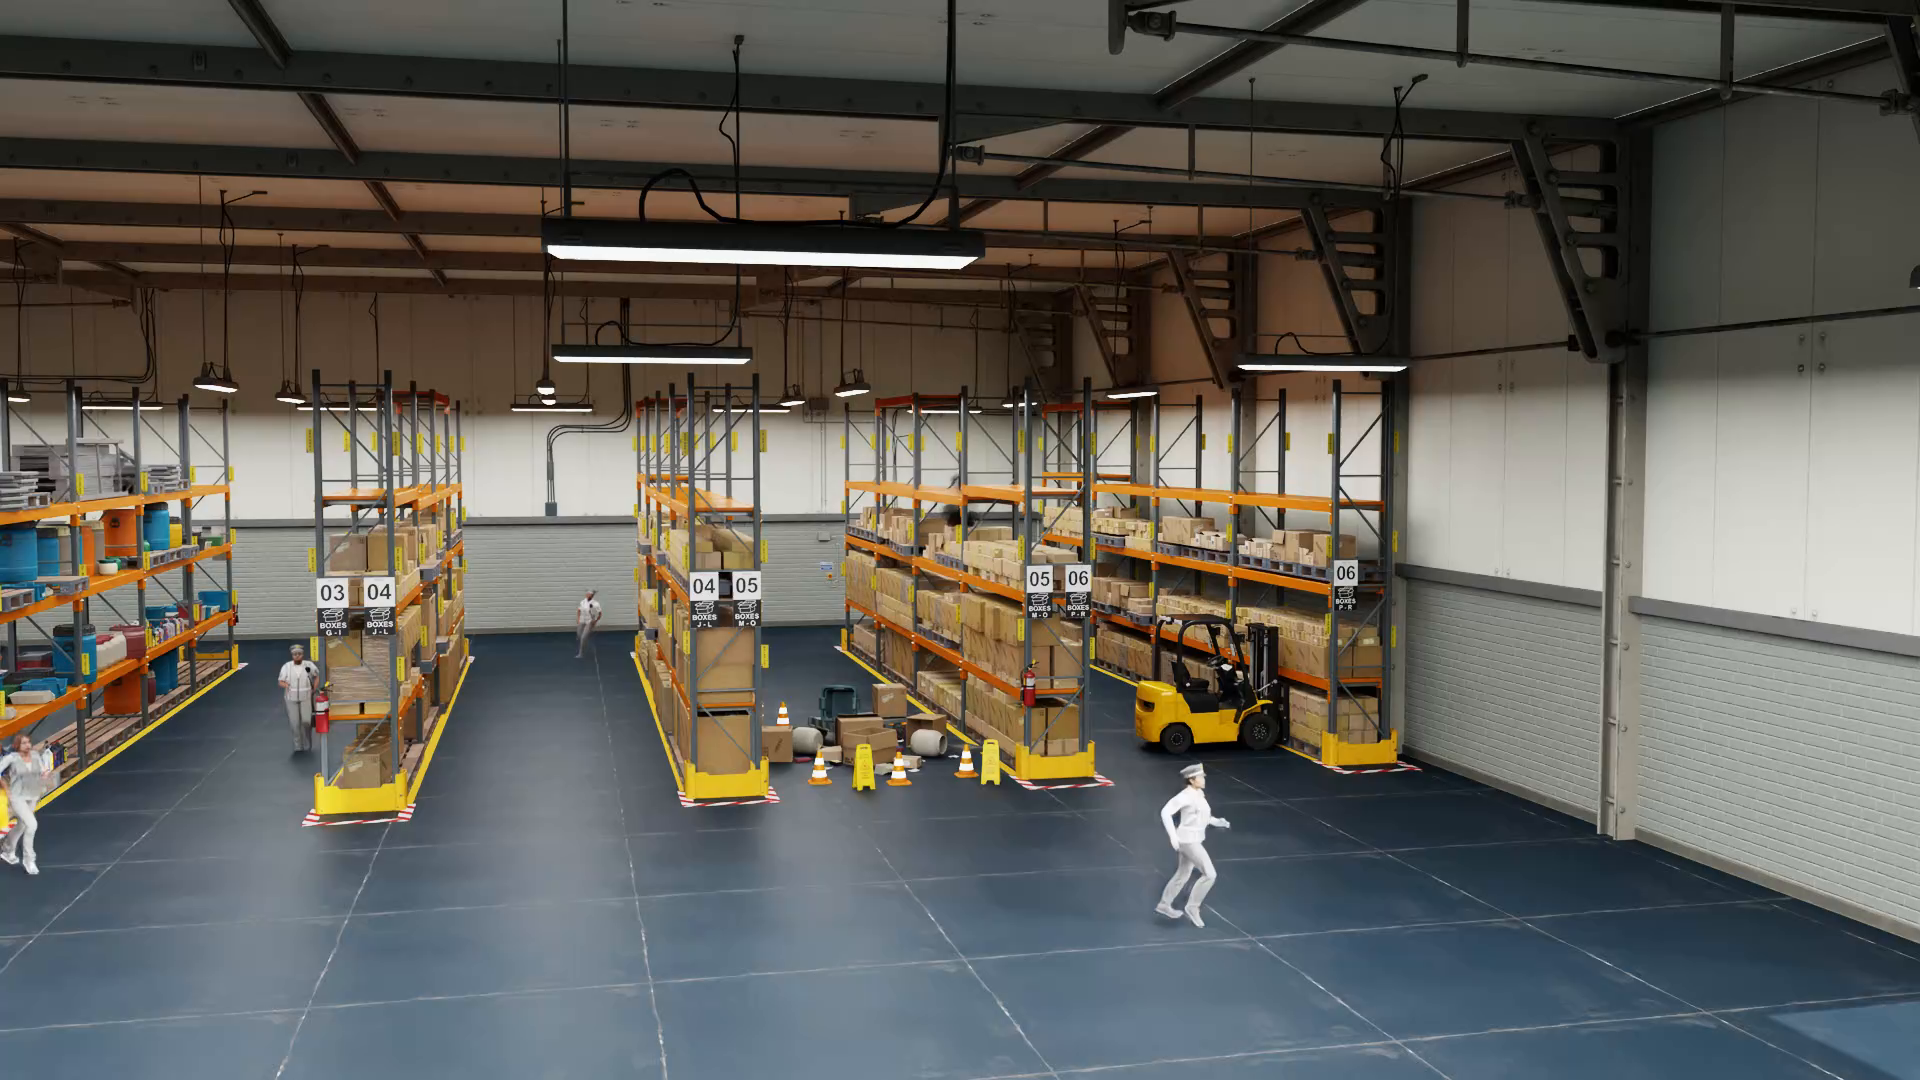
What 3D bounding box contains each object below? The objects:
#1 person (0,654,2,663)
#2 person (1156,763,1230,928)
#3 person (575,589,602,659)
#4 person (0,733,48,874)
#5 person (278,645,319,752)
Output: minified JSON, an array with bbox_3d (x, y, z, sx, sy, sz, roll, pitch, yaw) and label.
[{"bbox_3d":[-17.398,2.465,29.593,0.609,1.648,0.921,-2,4,-27],"label":"person"},{"bbox_3d":[2.417,3.164,17.275,0.771,1.714,0.572,1,4,22],"label":"person"},{"bbox_3d":[-8.691,1.941,38.957,0.671,1.636,0.581,1,3,11],"label":"person"},{"bbox_3d":[-11.004,3.084,19.543,0.721,1.650,0.509,1,4,23],"label":"person"},{"bbox_3d":[-10.699,2.571,26.937,0.640,1.760,0.645,-1,3,-19],"label":"person"}]
